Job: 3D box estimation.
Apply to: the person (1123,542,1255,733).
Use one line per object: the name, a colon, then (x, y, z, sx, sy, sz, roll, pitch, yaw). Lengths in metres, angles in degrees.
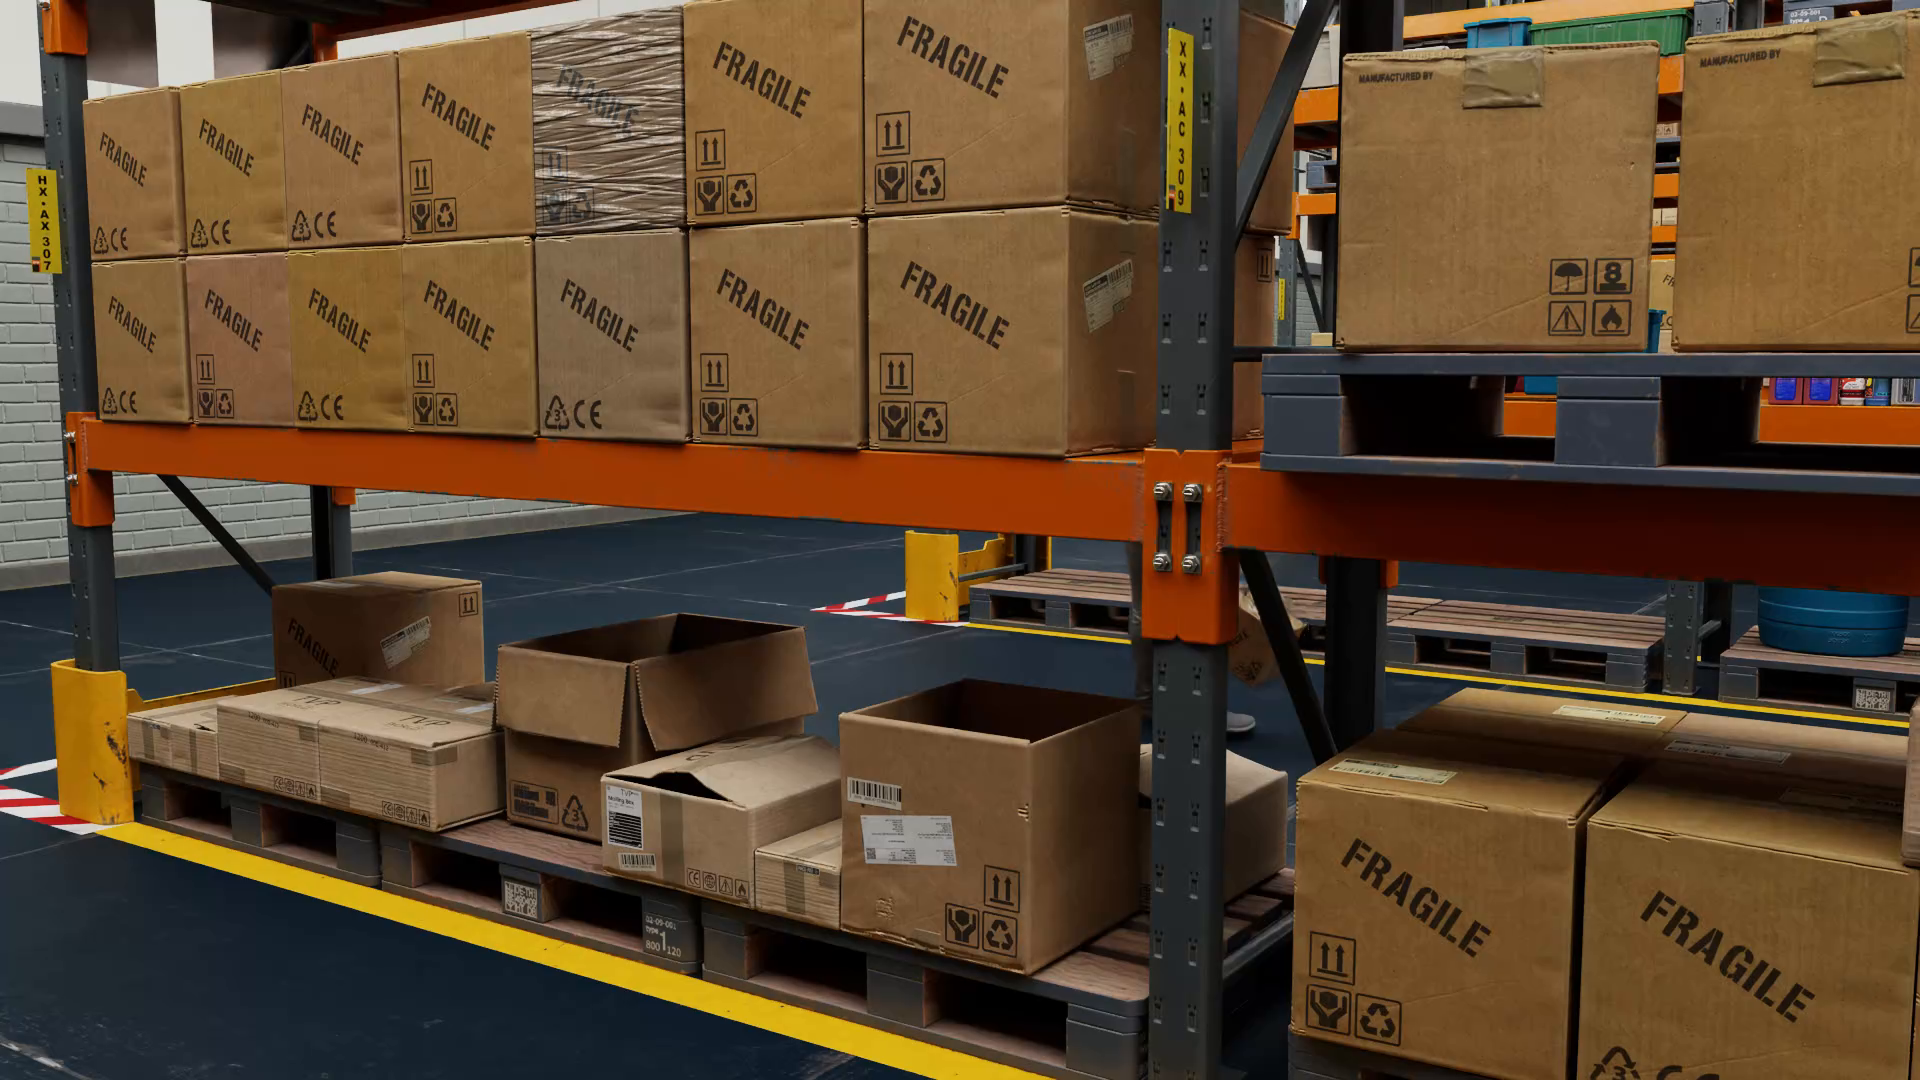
person: (0.907, -0.135, 6.670, 0.566, 1.785, 0.467, 5, 8, 38)
